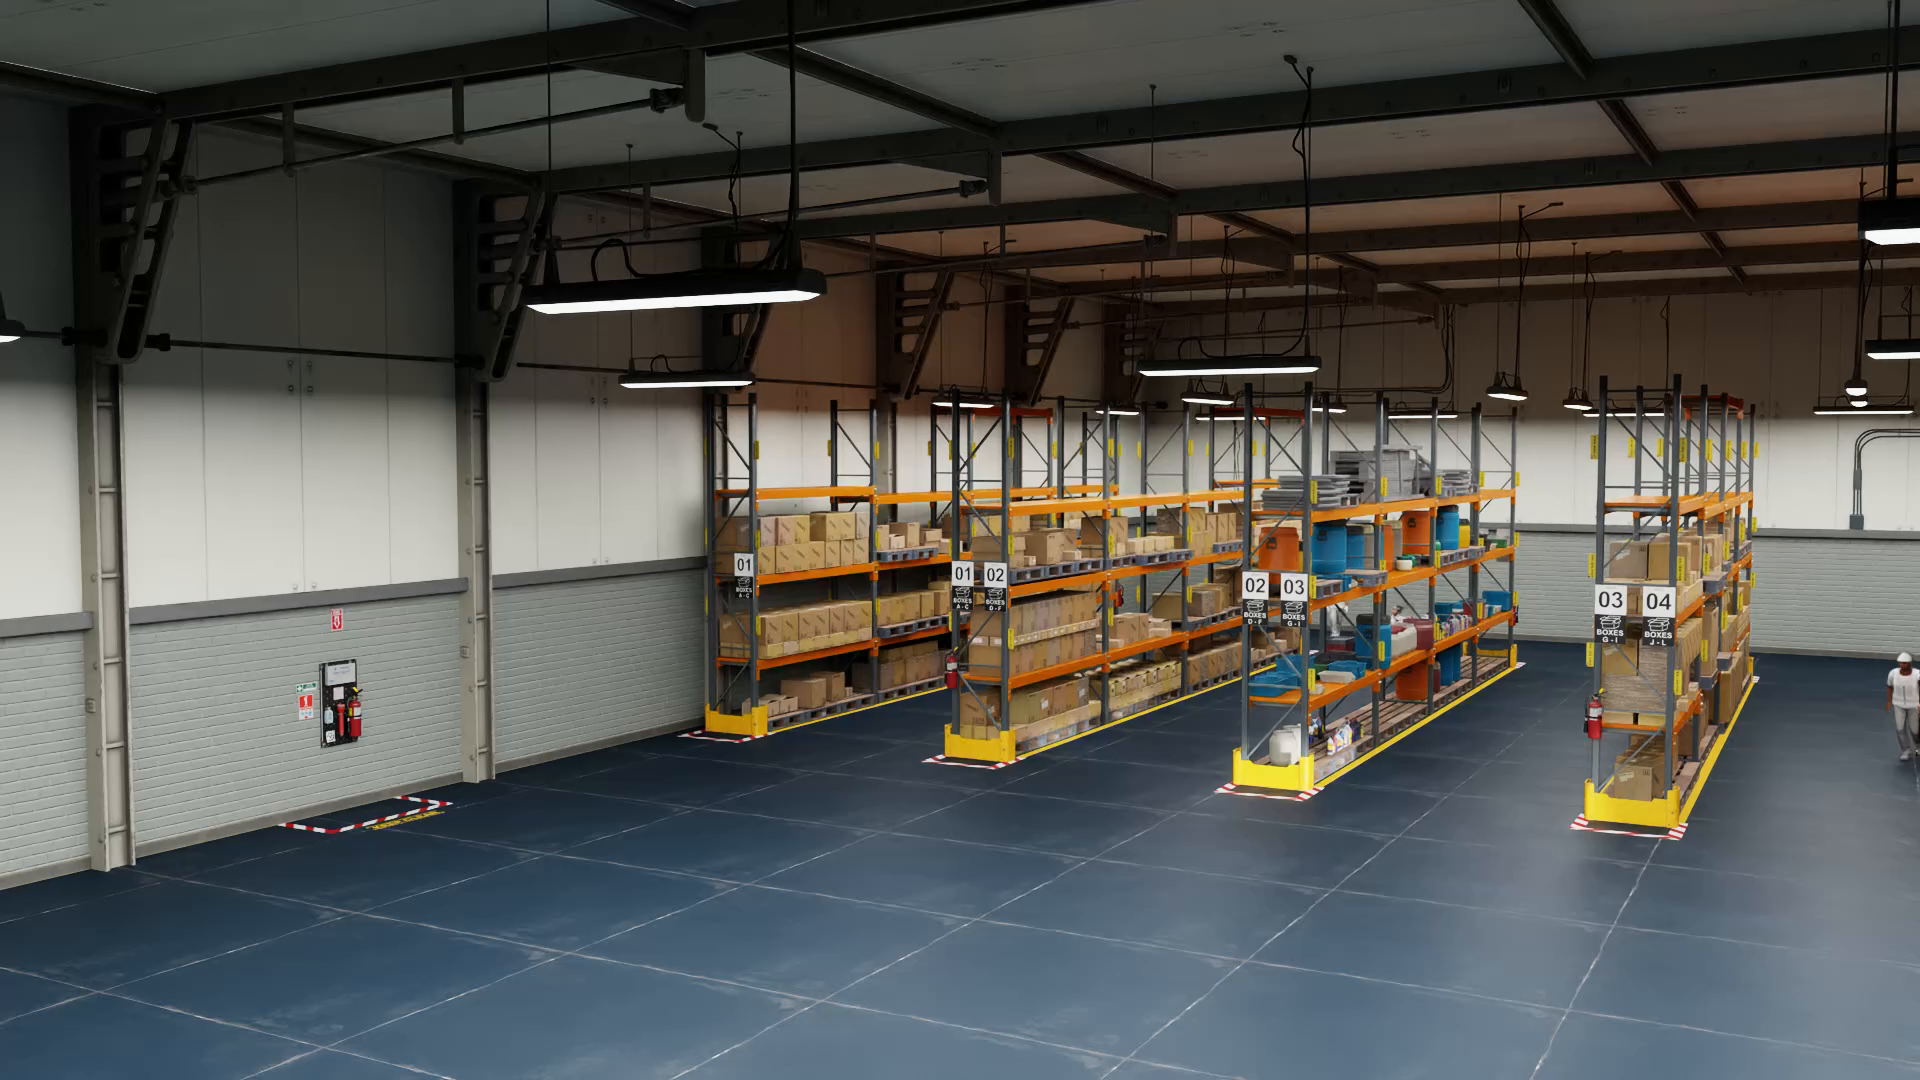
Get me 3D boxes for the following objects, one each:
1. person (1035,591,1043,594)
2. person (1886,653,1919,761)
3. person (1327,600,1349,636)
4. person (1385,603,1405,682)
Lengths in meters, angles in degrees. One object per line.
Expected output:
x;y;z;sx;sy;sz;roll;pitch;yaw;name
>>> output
1.748;1.944;36.544;0.575;1.701;0.628;3;4;40;person
15.362;2.681;26.931;0.636;1.740;0.678;3;4;43;person
9.884;1.764;43.538;0.543;1.718;1.126;0;3;2;person
9.436;2.220;36.224;0.752;1.706;0.572;-2;4;-35;person
